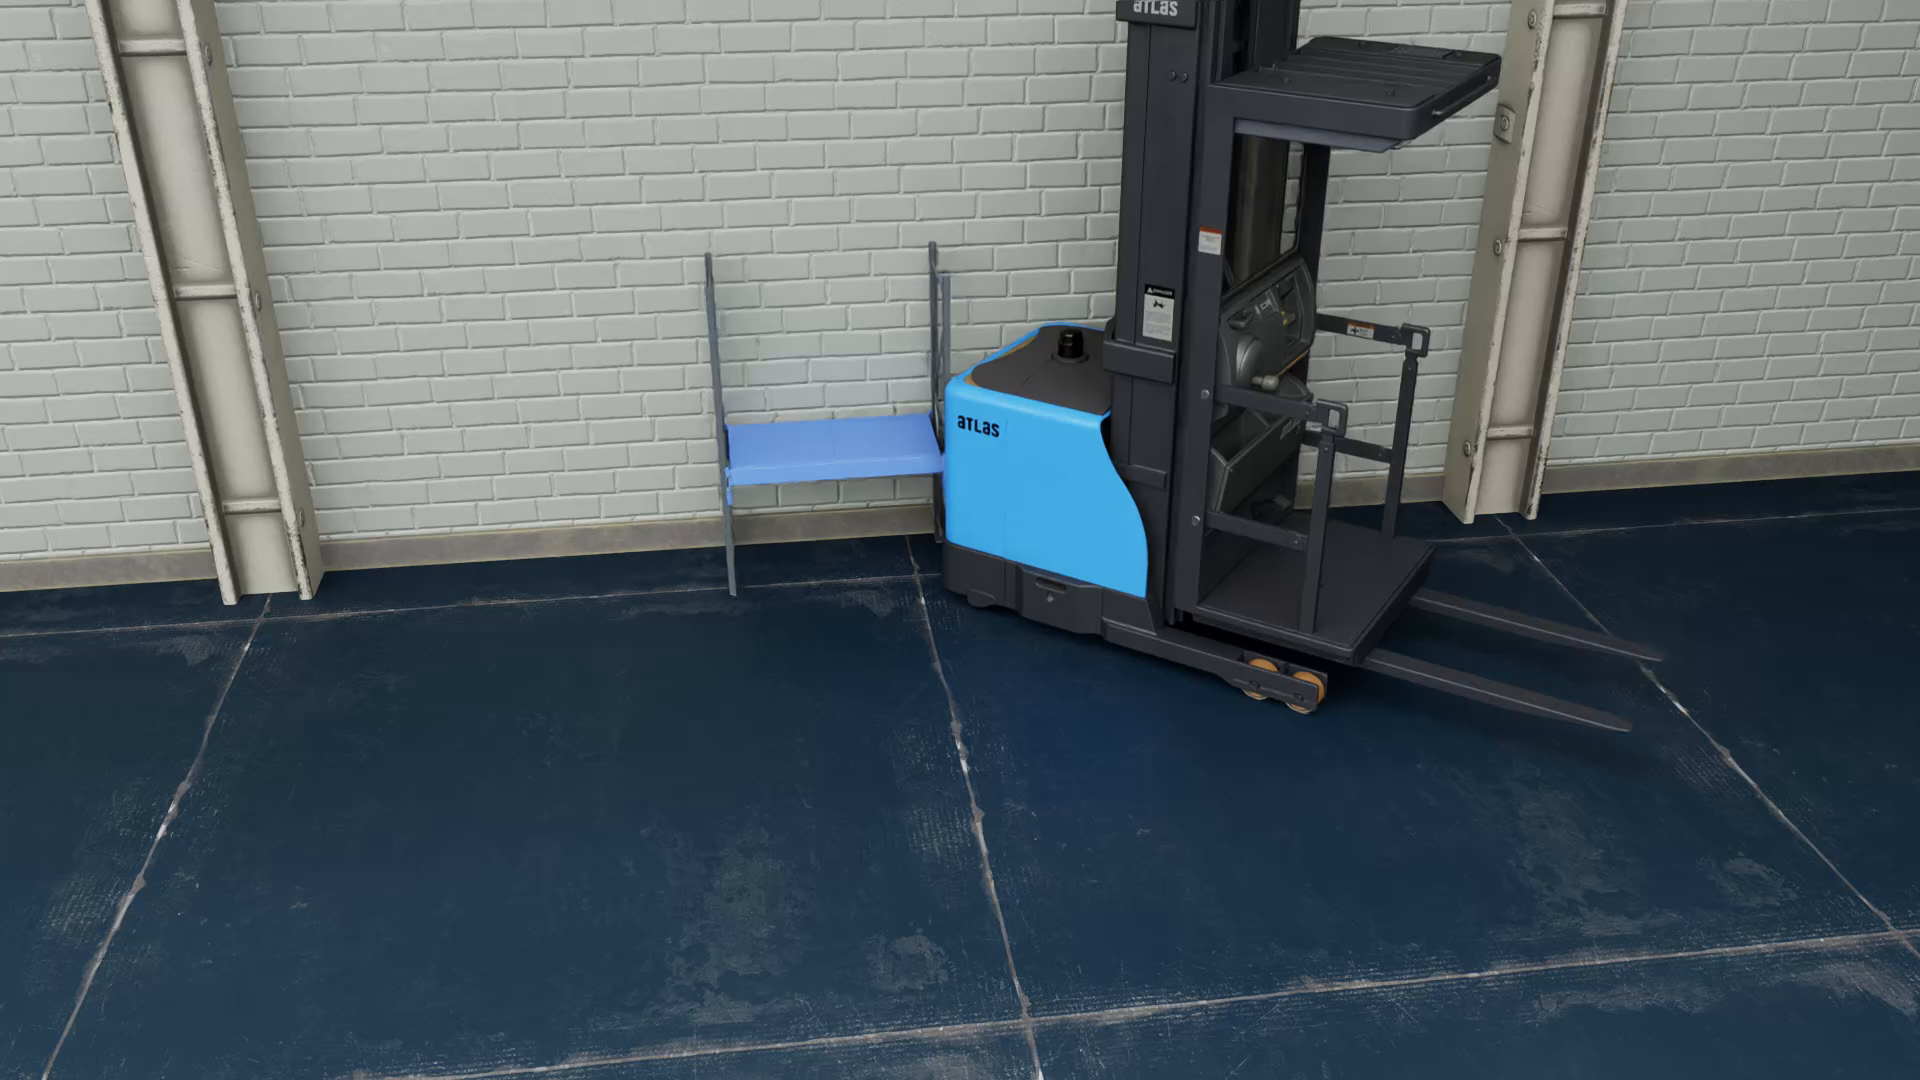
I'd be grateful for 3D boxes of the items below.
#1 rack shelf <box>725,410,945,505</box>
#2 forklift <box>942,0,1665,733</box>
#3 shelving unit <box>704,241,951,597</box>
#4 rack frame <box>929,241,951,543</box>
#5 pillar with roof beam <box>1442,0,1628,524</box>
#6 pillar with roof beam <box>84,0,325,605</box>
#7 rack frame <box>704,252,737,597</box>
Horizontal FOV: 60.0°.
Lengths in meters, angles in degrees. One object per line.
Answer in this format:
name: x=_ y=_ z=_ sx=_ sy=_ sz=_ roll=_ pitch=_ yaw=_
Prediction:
rack shelf: x=-0.589 y=-0.391 z=7.749 sx=1.000 sy=0.185 sz=0.538 roll=-4 pitch=28 yaw=-7
forklift: x=1.441 y=-0.868 z=6.732 sx=3.031 sy=2.935 sz=1.130 roll=16 pitch=31 yaw=28
shelving unit: x=-0.591 y=-0.550 z=7.665 sx=1.048 sy=1.500 sz=0.538 roll=-4 pitch=28 yaw=-7
rack frame: x=-0.087 y=-0.586 z=7.726 sx=0.032 sy=1.500 sz=0.500 roll=-4 pitch=28 yaw=-7
pillar with roof beam: x=3.320 y=-2.223 z=2.724 sx=0.400 sy=9.000 sz=9.100 roll=-4 pitch=27 yaw=-7
pillar with roof beam: x=-2.622 y=-1.841 z=1.981 sx=0.400 sy=9.000 sz=9.100 roll=-4 pitch=27 yaw=-7
rack frame: x=-1.094 y=-0.514 z=7.604 sx=0.032 sy=1.500 sz=0.500 roll=-4 pitch=28 yaw=-7
